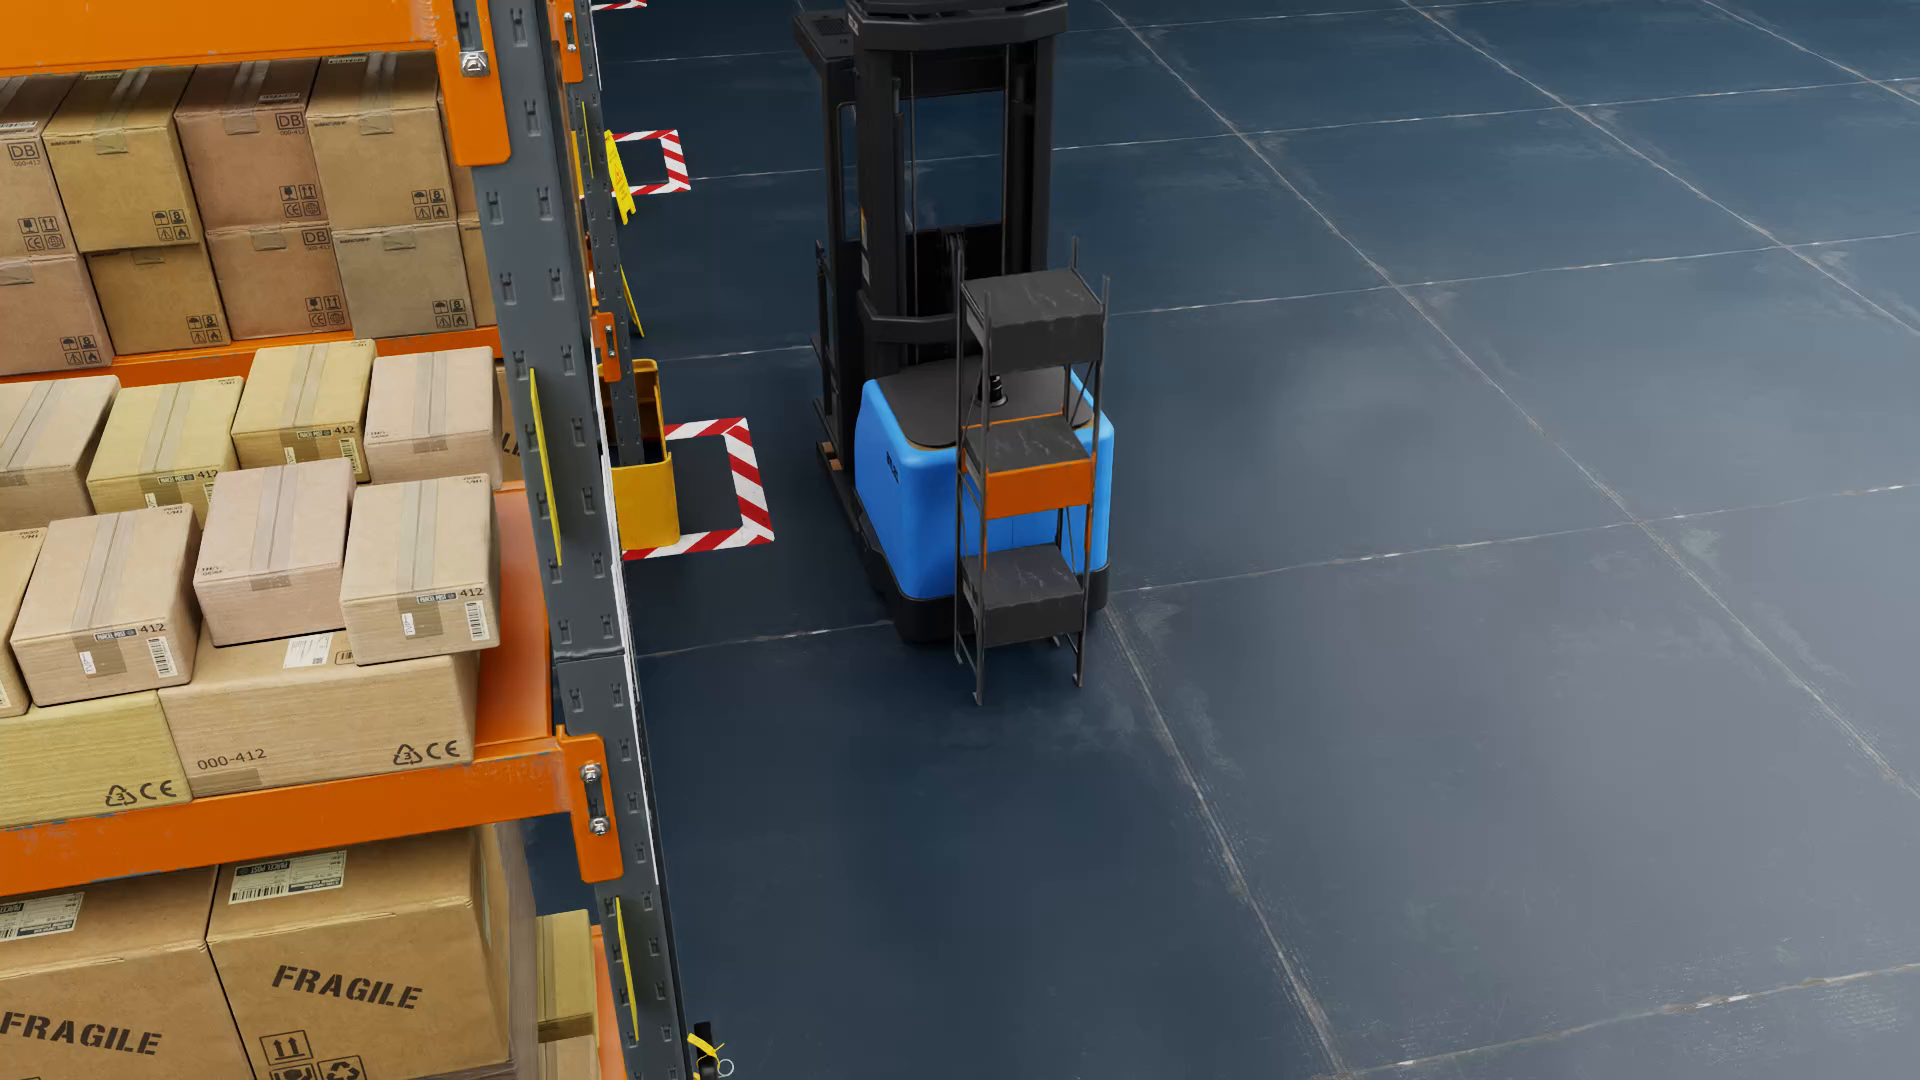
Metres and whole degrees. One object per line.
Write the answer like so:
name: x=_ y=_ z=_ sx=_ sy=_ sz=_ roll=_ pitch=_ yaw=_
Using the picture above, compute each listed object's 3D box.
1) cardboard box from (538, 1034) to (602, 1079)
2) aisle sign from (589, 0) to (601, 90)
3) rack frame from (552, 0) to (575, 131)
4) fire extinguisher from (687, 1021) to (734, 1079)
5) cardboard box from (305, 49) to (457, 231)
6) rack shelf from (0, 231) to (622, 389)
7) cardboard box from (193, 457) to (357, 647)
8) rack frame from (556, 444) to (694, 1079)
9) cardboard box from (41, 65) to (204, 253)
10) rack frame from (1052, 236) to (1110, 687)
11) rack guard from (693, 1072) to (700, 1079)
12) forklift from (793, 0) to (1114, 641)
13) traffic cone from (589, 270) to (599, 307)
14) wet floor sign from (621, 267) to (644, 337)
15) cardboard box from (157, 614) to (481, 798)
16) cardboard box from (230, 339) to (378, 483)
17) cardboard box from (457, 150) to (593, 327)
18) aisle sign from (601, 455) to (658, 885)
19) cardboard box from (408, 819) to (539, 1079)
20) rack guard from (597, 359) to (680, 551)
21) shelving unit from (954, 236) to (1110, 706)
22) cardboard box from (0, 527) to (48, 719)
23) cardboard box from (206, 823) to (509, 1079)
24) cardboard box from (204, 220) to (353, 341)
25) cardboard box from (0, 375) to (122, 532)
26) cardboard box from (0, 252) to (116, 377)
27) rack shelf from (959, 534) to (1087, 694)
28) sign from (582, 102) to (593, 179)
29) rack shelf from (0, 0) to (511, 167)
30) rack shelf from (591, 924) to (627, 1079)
cardboard box: x=-1.019 y=1.443 z=4.133 sx=0.250 sy=0.149 sz=0.380 roll=-7 pitch=35 yaw=-11
aisle sign: x=-1.646 y=-2.442 z=7.363 sx=0.004 sy=0.787 sz=0.394 roll=-7 pitch=35 yaw=-11
rack frame: x=-2.972 y=-4.194 z=12.308 sx=0.127 sy=3.000 sz=1.000 roll=-7 pitch=35 yaw=-11
fire extinguisher: x=-0.573 y=1.460 z=3.951 sx=0.183 sy=0.674 sz=0.296 roll=-7 pitch=35 yaw=-11
cardboard box: x=-2.668 y=-1.885 z=7.763 sx=0.550 sy=0.550 sz=0.875 roll=-7 pitch=35 yaw=-11
rack shelf: x=-3.733 y=-0.972 z=8.152 sx=4.000 sy=0.370 sz=1.077 roll=-7 pitch=35 yaw=-11
cardboard box: x=-1.268 y=0.015 z=3.121 sx=0.250 sy=0.149 sz=0.380 roll=-8 pitch=35 yaw=-12
rack frame: x=-0.786 y=1.192 z=4.282 sx=0.127 sy=3.000 sz=1.000 roll=-7 pitch=35 yaw=-11
cardboard box: x=-3.733 y=-1.754 z=7.568 sx=0.500 sy=0.550 sz=0.875 roll=-7 pitch=35 yaw=-11
rack frame: x=0.513 y=-0.280 z=7.270 sx=0.015 sy=2.100 sz=0.400 roll=-9 pitch=37 yaw=-13
rack guard: x=-0.860 y=2.239 z=4.965 sx=0.348 sy=0.500 sz=1.175 roll=-7 pitch=35 yaw=-11
forklift: x=-0.174 y=-1.552 z=8.432 sx=1.130 sy=2.935 sz=3.031 roll=-9 pitch=35 yaw=-13
traffic cone: x=-2.531 y=-1.825 z=11.055 sx=0.334 sy=0.463 sz=0.336 roll=-7 pitch=35 yaw=-11
wet floor sign: x=-2.190 y=-1.618 z=10.583 sx=0.232 sy=0.644 sz=0.267 roll=-13 pitch=36 yaw=-19
cardboard box: x=-1.200 y=0.206 z=3.194 sx=0.500 sy=0.250 sz=0.500 roll=-6 pitch=34 yaw=-9
cardboard box: x=-1.380 y=-0.270 z=3.545 sx=0.250 sy=0.149 sz=0.380 roll=-6 pitch=34 yaw=-10
cardboard box: x=-2.134 y=-1.508 z=8.171 sx=0.550 sy=0.550 sz=0.875 roll=-7 pitch=35 yaw=-11
aisle sign: x=-0.660 y=0.268 z=3.326 sx=0.004 sy=0.787 sz=0.394 roll=-7 pitch=35 yaw=-11
cardboard box: x=-1.329 y=1.079 z=4.093 sx=0.500 sy=0.500 sz=0.875 roll=-7 pitch=35 yaw=-11
rack guard: x=-1.758 y=-0.481 z=9.019 sx=0.348 sy=0.500 sz=1.175 roll=-7 pitch=35 yaw=-11
shelving unit: x=0.279 y=-0.242 z=7.213 sx=0.503 sy=2.100 sz=0.431 roll=-9 pitch=37 yaw=-13
cardboard box: x=-1.750 y=0.152 z=2.917 sx=0.250 sy=0.149 sz=0.380 roll=-7 pitch=34 yaw=-10
cardboard box: x=-1.268 y=0.813 z=3.592 sx=0.500 sy=0.500 sz=0.500 roll=-7 pitch=35 yaw=-11
cardboard box: x=-3.239 y=-1.428 z=8.052 sx=0.550 sy=0.550 sz=0.875 roll=-7 pitch=35 yaw=-11
cardboard box: x=-1.881 y=-0.177 z=3.406 sx=0.250 sy=0.149 sz=0.380 roll=-6 pitch=34 yaw=-9
cardboard box: x=-4.242 y=-1.221 z=7.743 sx=0.550 sy=0.550 sz=0.875 roll=-7 pitch=35 yaw=-11
rack shelf: x=0.273 y=0.337 z=7.630 sx=0.480 sy=0.518 sz=0.431 roll=-9 pitch=37 yaw=-13
sign: x=-1.676 y=-1.799 z=7.487 sx=0.005 sy=0.325 sz=0.100 roll=-7 pitch=35 yaw=-11
rack shelf: x=-2.737 y=-0.753 z=2.445 sx=4.000 sy=0.370 sz=1.077 roll=-7 pitch=35 yaw=-11
rack shelf: x=-2.737 y=1.736 z=4.116 sx=4.000 sy=0.370 sz=1.077 roll=-7 pitch=35 yaw=-11
